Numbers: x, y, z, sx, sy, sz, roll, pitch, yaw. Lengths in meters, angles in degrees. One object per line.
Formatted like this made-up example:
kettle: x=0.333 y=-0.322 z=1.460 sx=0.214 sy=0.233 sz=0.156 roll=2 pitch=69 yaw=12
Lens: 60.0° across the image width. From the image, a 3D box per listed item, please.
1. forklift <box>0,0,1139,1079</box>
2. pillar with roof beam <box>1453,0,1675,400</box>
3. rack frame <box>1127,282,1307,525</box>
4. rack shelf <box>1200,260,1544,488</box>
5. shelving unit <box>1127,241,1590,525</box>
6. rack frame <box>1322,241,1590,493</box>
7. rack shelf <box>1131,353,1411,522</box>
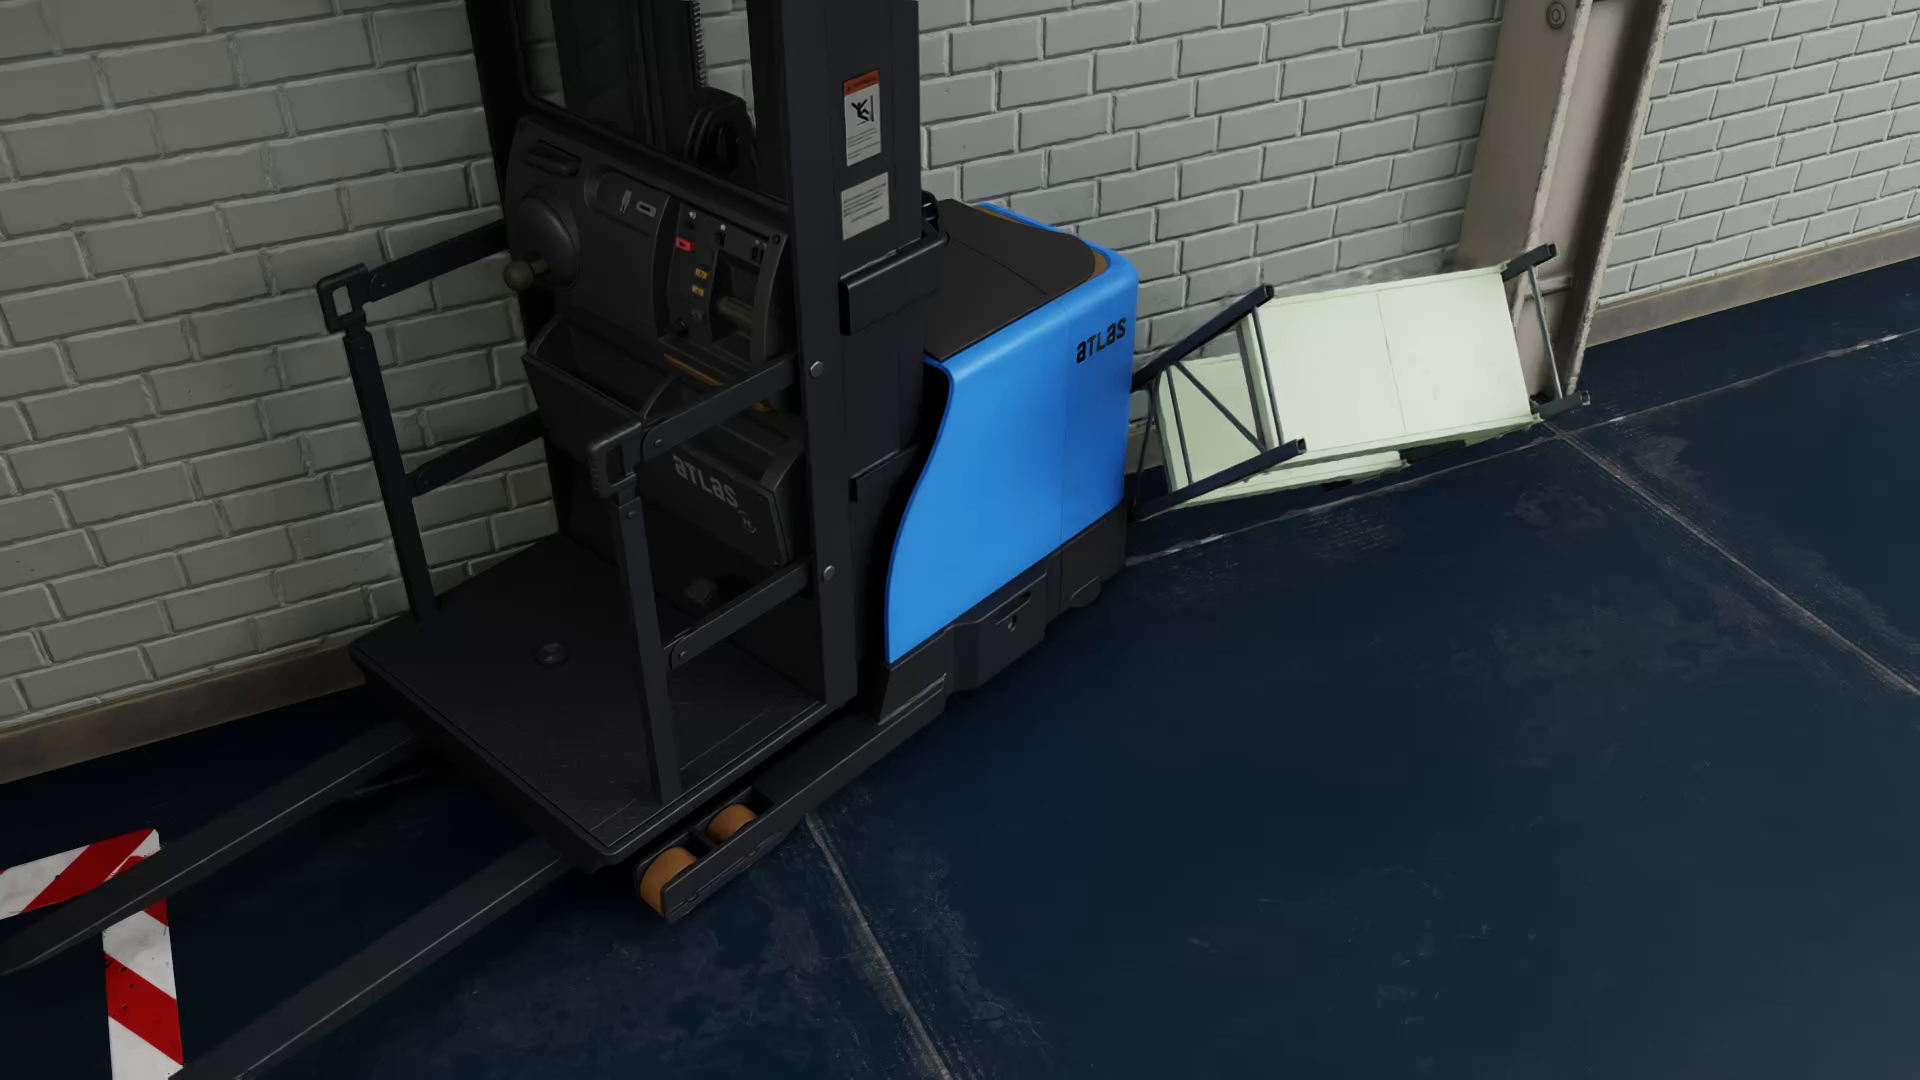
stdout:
forklift: x=-0.864 y=-0.610 z=3.613 sx=1.130 sy=2.935 sz=3.031 roll=28 pitch=45 yaw=33
pillar with roof beam: x=3.769 y=-1.821 z=0.152 sx=0.400 sy=9.000 sz=9.100 roll=-16 pitch=39 yaw=-20
rack frame: x=0.597 y=-0.312 z=4.533 sx=0.023 sy=0.400 sz=1.500 roll=-10 pitch=-4 yaw=-12
rack shelf: x=1.026 y=-0.416 z=4.231 sx=0.720 sy=0.431 sz=0.370 roll=-10 pitch=-4 yaw=-12
shelving unit: x=0.949 y=-0.373 z=4.611 sx=0.755 sy=0.431 sz=1.500 roll=-10 pitch=-4 yaw=-12
rack frame: x=1.302 y=-0.434 z=4.689 sx=0.023 sy=0.400 sz=1.500 roll=-10 pitch=-4 yaw=-12
rack shelf: x=0.886 y=-0.336 z=4.929 sx=0.720 sy=0.431 sz=0.370 roll=-10 pitch=-4 yaw=-12
